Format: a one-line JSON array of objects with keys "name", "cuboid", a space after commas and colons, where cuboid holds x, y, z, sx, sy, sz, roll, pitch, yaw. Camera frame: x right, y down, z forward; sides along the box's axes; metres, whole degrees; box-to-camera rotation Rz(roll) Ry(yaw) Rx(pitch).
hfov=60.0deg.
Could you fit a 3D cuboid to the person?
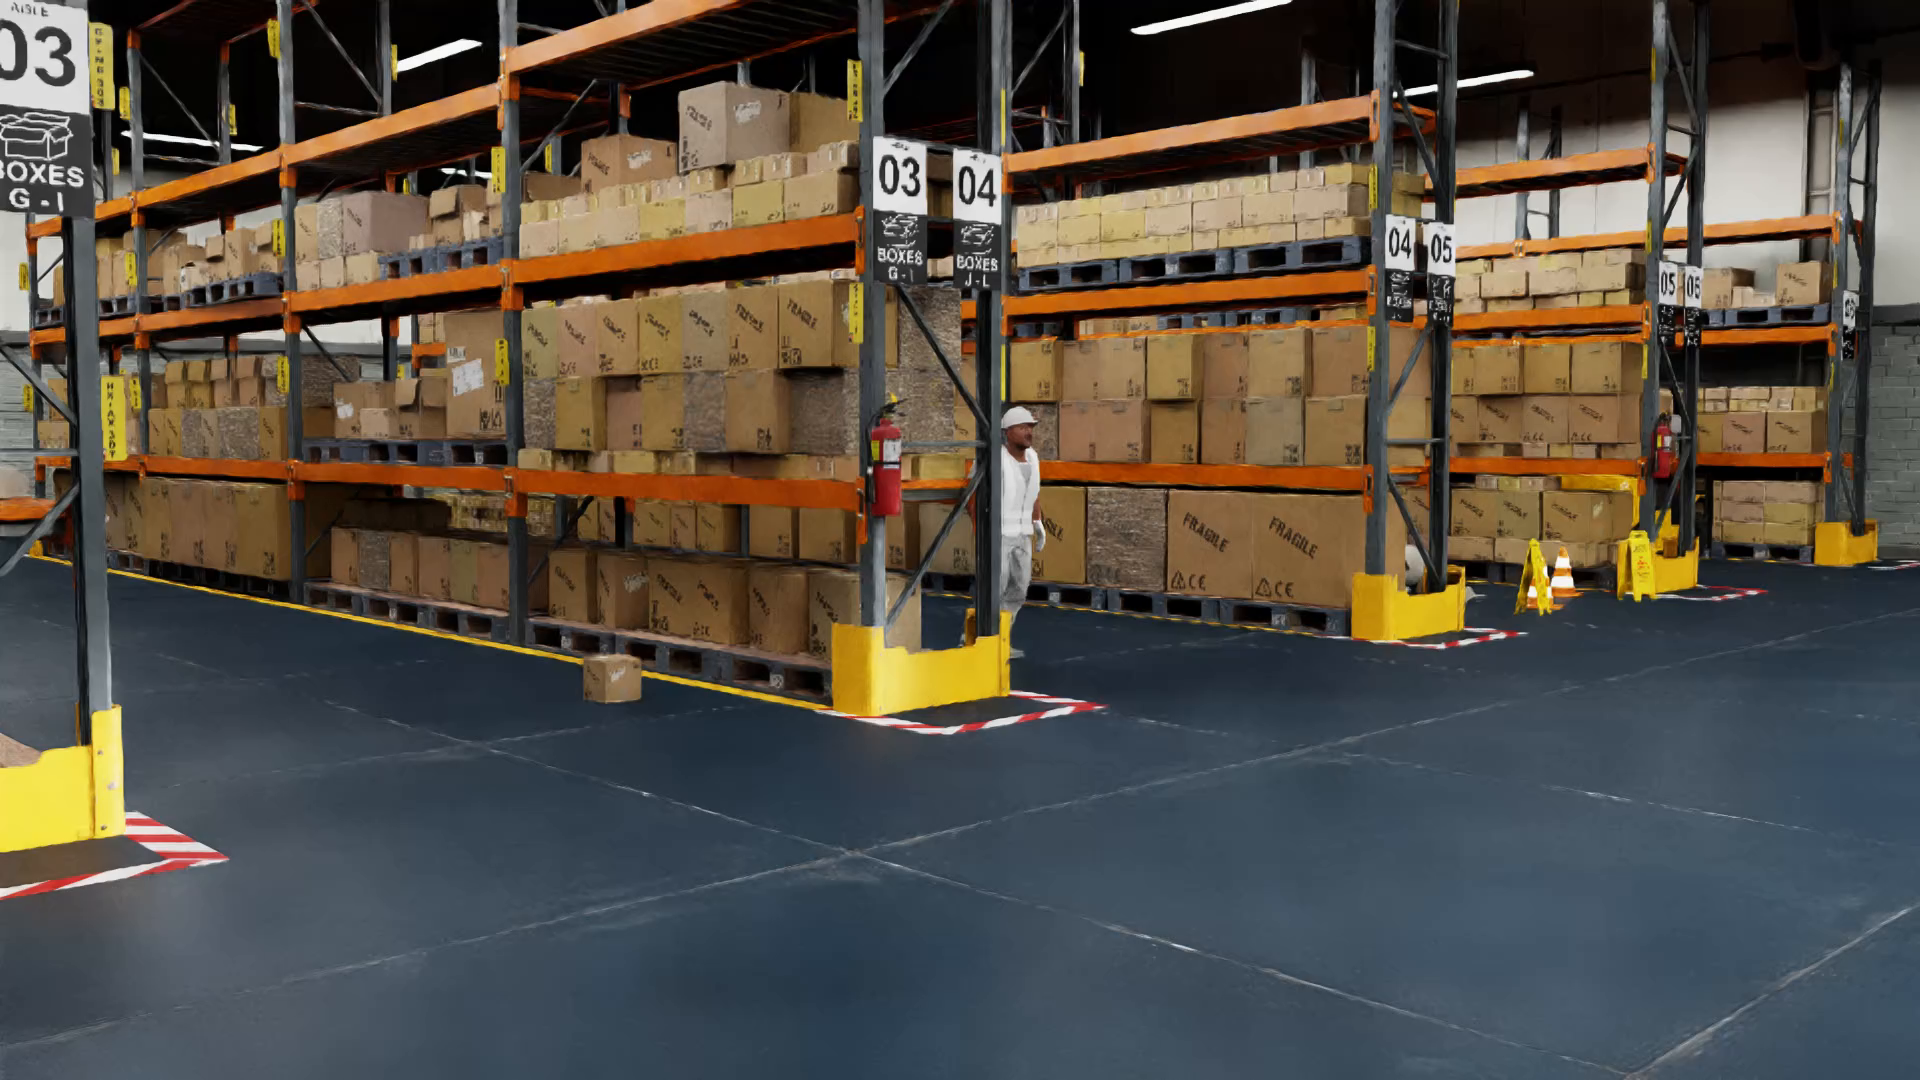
[{"name": "person", "cuboid": [0.314, -0.034, 11.337, 0.521, 1.744, 0.698, 4, 5, 44]}]
